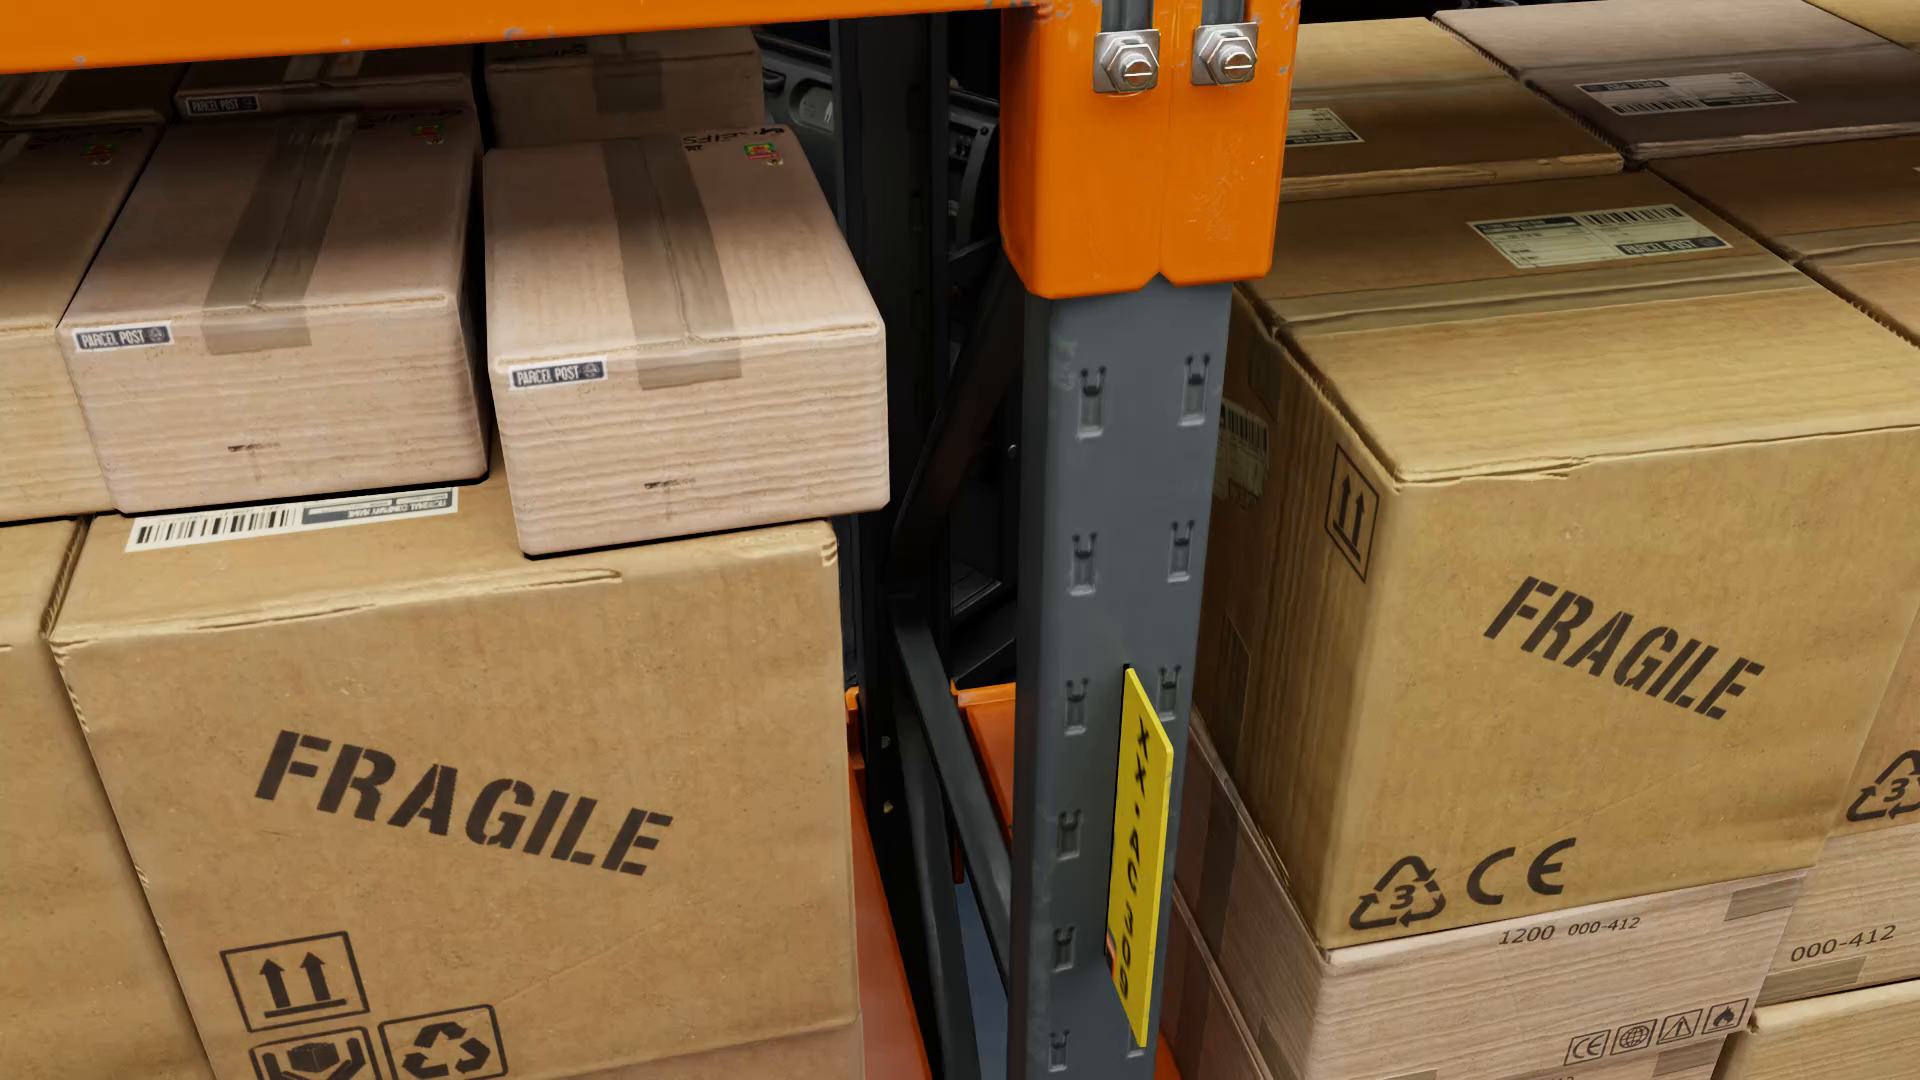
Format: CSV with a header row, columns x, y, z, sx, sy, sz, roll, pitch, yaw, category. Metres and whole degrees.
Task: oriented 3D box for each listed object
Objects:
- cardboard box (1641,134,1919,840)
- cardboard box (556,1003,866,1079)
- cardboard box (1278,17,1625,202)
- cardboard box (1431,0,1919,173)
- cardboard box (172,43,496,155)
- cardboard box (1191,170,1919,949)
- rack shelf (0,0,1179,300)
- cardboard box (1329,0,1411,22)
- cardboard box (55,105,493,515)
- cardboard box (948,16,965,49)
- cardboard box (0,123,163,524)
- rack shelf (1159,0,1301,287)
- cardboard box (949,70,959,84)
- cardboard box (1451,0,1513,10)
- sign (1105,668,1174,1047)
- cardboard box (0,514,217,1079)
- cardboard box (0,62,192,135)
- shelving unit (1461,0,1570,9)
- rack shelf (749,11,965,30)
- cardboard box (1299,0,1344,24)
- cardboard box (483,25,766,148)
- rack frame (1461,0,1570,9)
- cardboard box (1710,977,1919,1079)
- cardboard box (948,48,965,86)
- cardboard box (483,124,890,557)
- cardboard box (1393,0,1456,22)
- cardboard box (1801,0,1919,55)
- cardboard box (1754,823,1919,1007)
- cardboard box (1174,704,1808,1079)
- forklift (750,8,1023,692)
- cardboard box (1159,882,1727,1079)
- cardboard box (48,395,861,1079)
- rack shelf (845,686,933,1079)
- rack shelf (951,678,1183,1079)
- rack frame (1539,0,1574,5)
x,y,z,sx,sy,sz,roll,pitch,yaw,category
0.999,-0.082,1.694,0.500,0.500,0.500,-7,35,-11,cardboard box
-0.380,0.504,1.717,0.500,0.500,0.500,-7,34,-10,cardboard box
0.397,-0.298,2.016,0.500,0.500,0.500,-6,34,-9,cardboard box
0.900,-0.366,2.116,0.500,0.500,0.500,-7,34,-10,cardboard box
-0.595,-0.438,1.642,0.250,0.149,0.380,-7,34,-10,cardboard box
0.509,-0.005,1.578,0.500,0.500,0.500,-7,34,-10,cardboard box
-1.934,-0.351,1.035,4.000,0.370,1.077,-7,35,-11,rack shelf
1.752,-2.258,7.207,0.250,0.149,0.380,-7,34,-10,cardboard box
-0.495,-0.192,1.275,0.250,0.149,0.380,-6,34,-9,cardboard box
-0.052,-2.071,6.928,0.250,0.149,0.380,-9,35,-13,cardboard box
-0.740,-0.167,1.237,0.250,0.149,0.380,-7,35,-10,cardboard box
1.967,-0.843,1.768,4.000,0.370,1.077,-7,35,-11,rack shelf
-0.173,-1.767,6.475,0.250,0.149,0.380,-9,35,-13,cardboard box
2.242,-2.350,7.345,0.250,0.149,0.380,-5,34,-8,cardboard box
0.140,0.259,1.324,0.005,0.325,0.100,-7,35,-11,sign
-0.880,0.159,1.334,0.500,0.500,0.500,-8,35,-11,cardboard box
-0.835,-0.384,1.561,0.250,0.149,0.380,-8,35,-11,cardboard box
1.265,-1.071,5.500,1.083,1.500,0.587,-11,35,-15,shelving unit
0.868,-2.295,6.623,4.000,0.370,1.077,-7,35,-11,rack shelf
1.466,-2.275,7.233,0.250,0.149,0.380,-9,35,-13,cardboard box
-0.349,-0.479,1.702,0.250,0.149,0.380,-8,35,-11,cardboard box
1.755,-1.163,5.637,0.032,1.500,0.500,-11,35,-15,rack frame
1.008,0.437,2.041,0.500,0.250,0.500,-8,35,-12,cardboard box
0.091,-1.808,6.536,0.250,0.149,0.380,-8,35,-11,cardboard box
-0.214,-0.165,1.235,0.250,0.149,0.380,-8,35,-12,cardboard box
1.977,-2.332,7.318,0.250,0.149,0.380,-6,34,-9,cardboard box
1.399,-0.418,2.193,0.500,0.500,0.500,-6,34,-9,cardboard box
1.010,0.224,1.910,0.500,0.250,0.500,-7,34,-10,cardboard box
0.508,0.304,1.792,0.500,0.250,0.500,-8,35,-12,cardboard box
-0.429,-0.917,3.987,1.130,2.935,3.031,26,42,33,forklift
0.504,0.501,1.945,0.500,0.250,0.500,-8,35,-12,cardboard box
-0.383,0.101,1.420,0.500,0.500,0.500,-7,35,-11,cardboard box
-1.934,0.894,1.871,4.000,0.370,1.077,-7,35,-11,rack shelf
1.967,0.403,2.604,4.000,0.370,1.077,-7,35,-11,rack shelf
2.819,-2.839,6.789,0.127,3.000,1.000,-7,35,-11,rack frame
